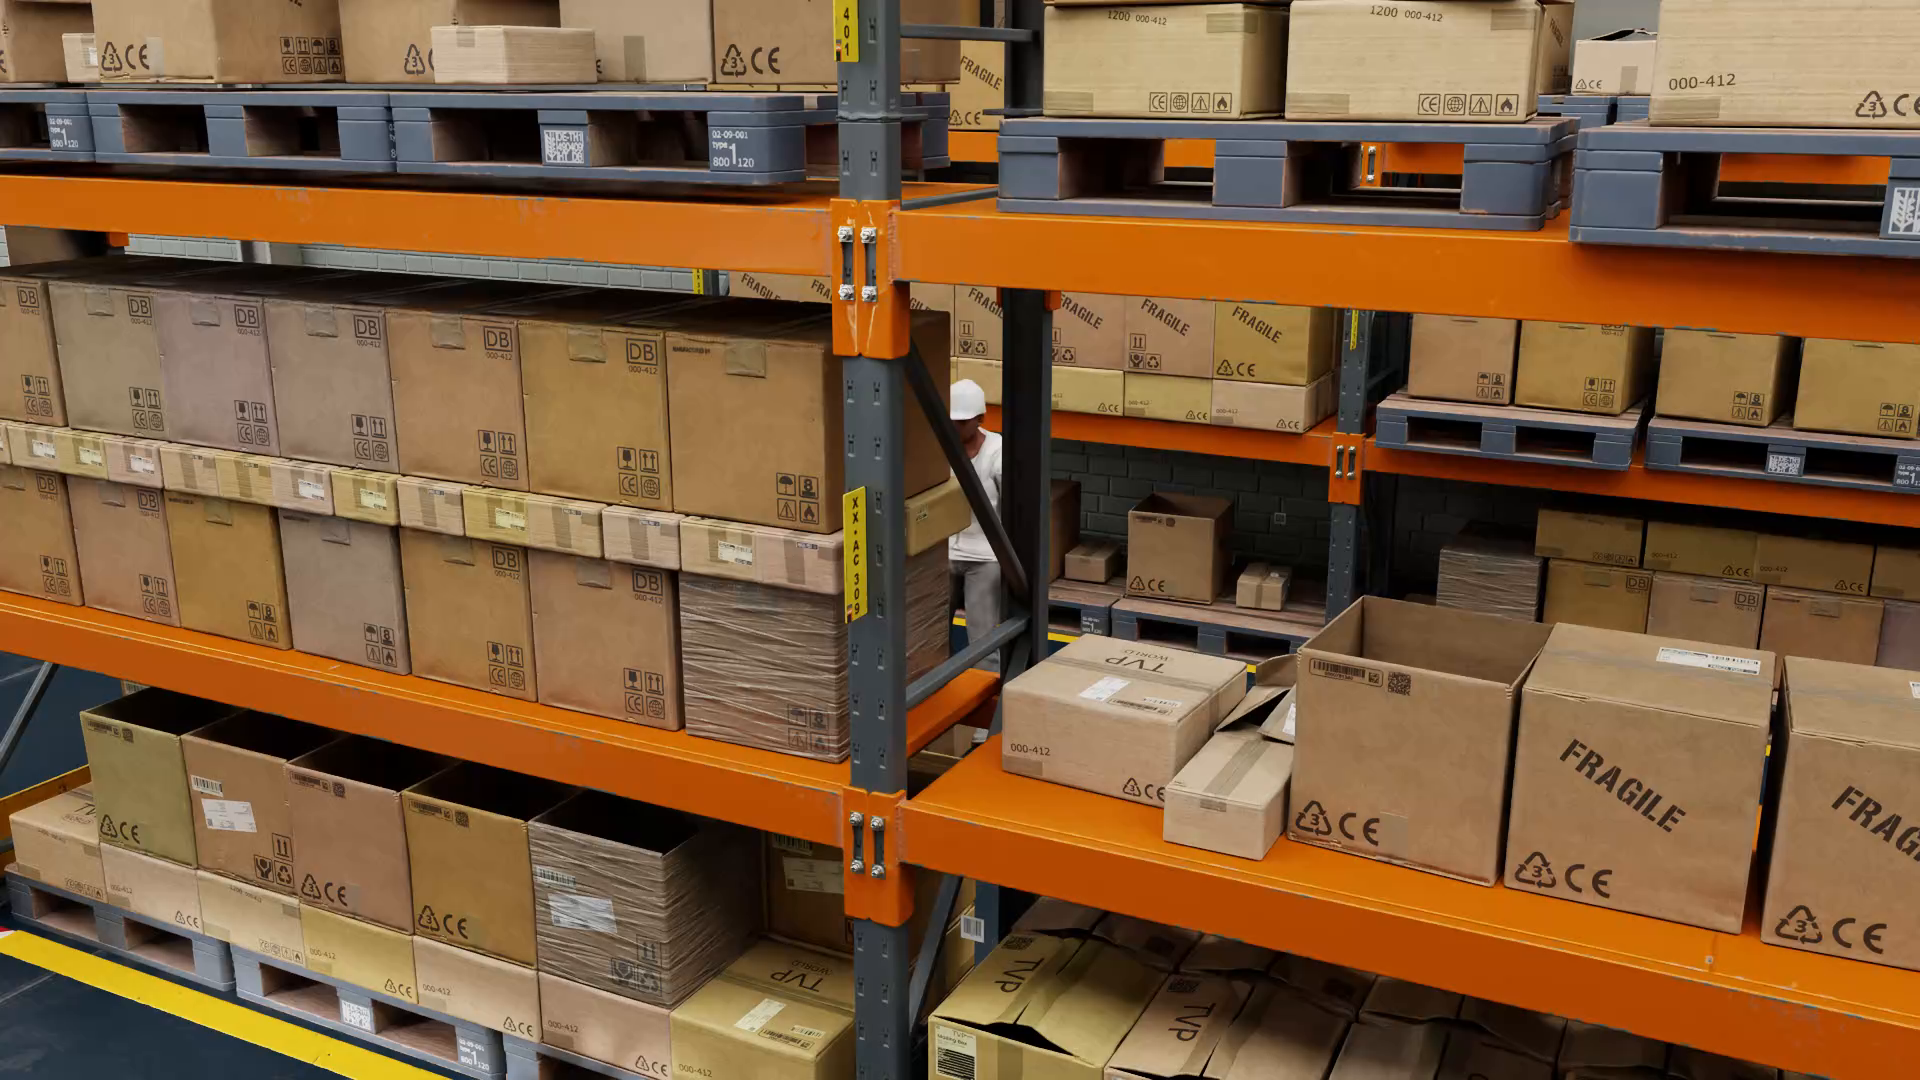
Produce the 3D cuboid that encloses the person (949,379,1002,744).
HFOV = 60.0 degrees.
[{"bbox_3d":[0.016,0.095,7.922,0.629,1.759,0.458,7,17,22],"label":"person"}]
